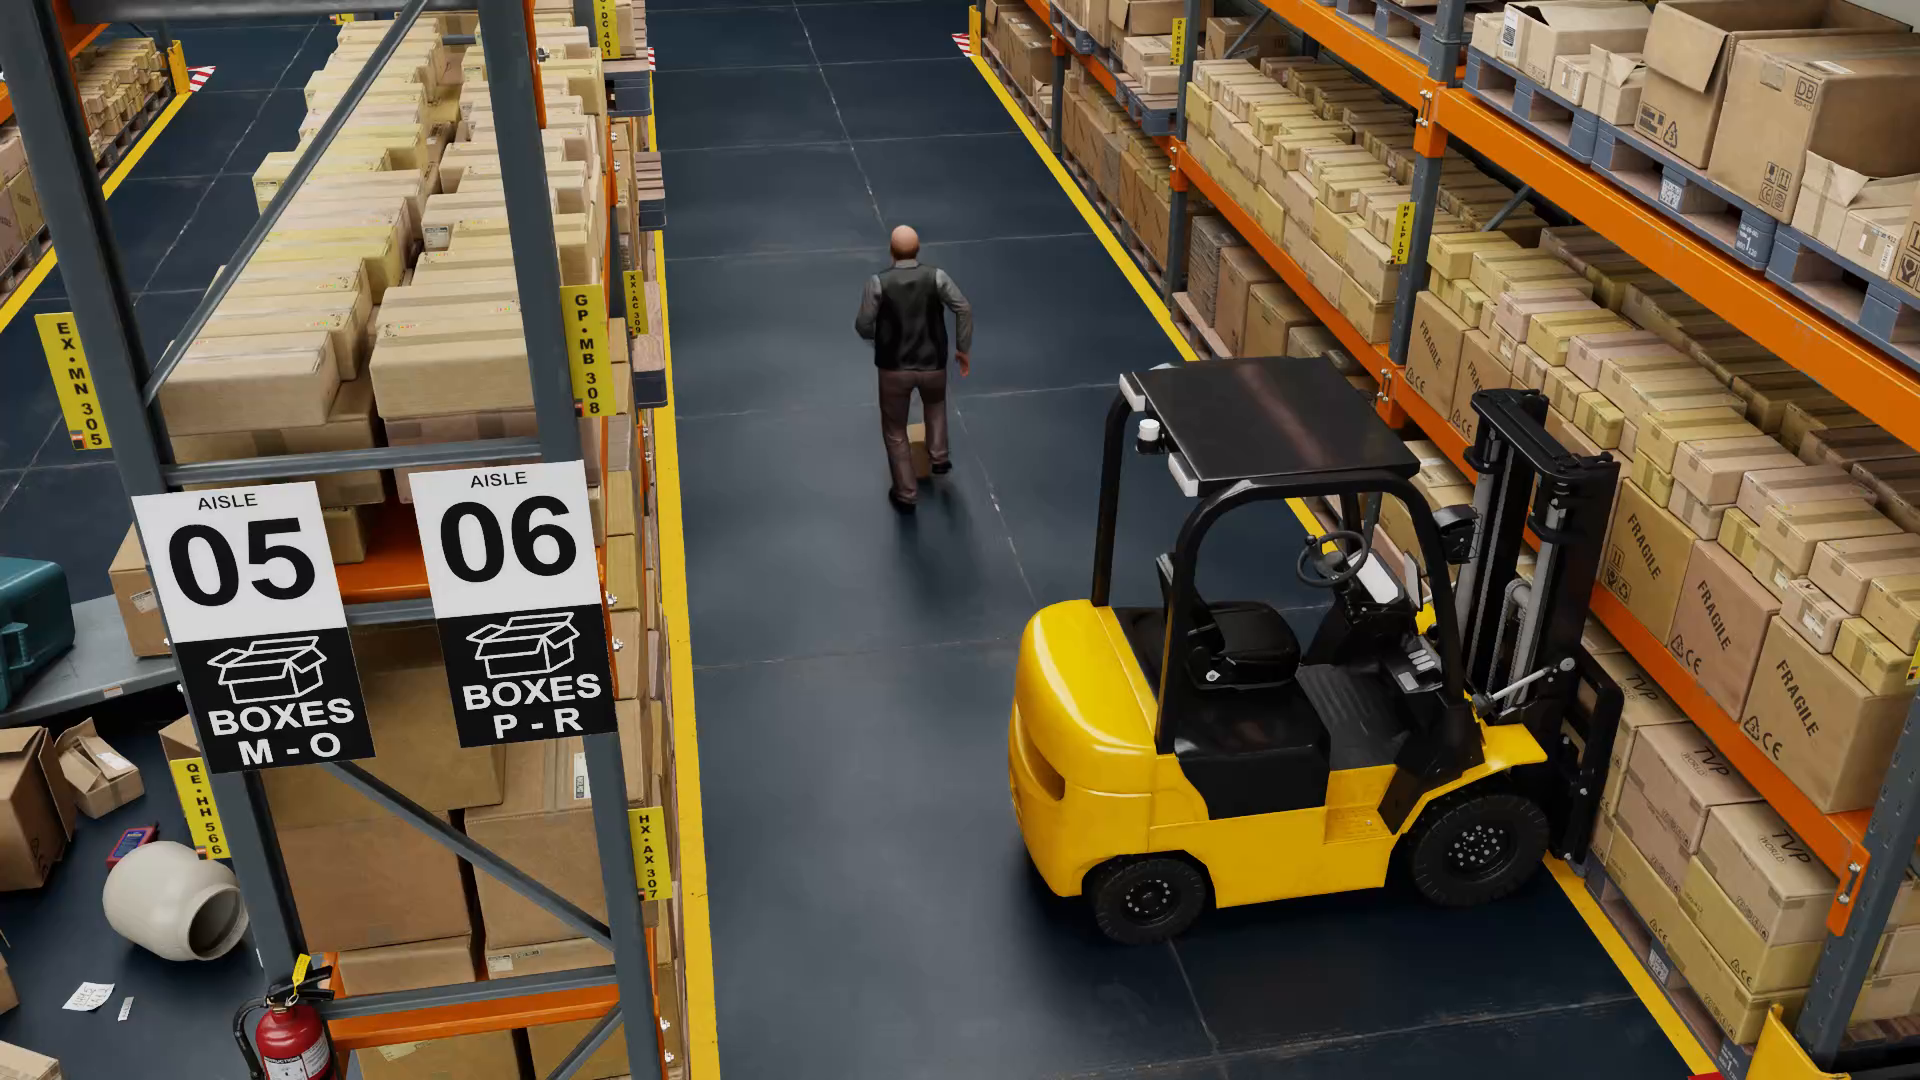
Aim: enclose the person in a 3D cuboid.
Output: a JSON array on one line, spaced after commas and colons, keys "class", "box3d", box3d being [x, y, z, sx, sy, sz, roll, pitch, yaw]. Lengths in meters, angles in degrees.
[{"class": "person", "box3d": [-0.281, -1.056, 10.028, 0.682, 1.645, 0.738, -8, 31, -13]}]
